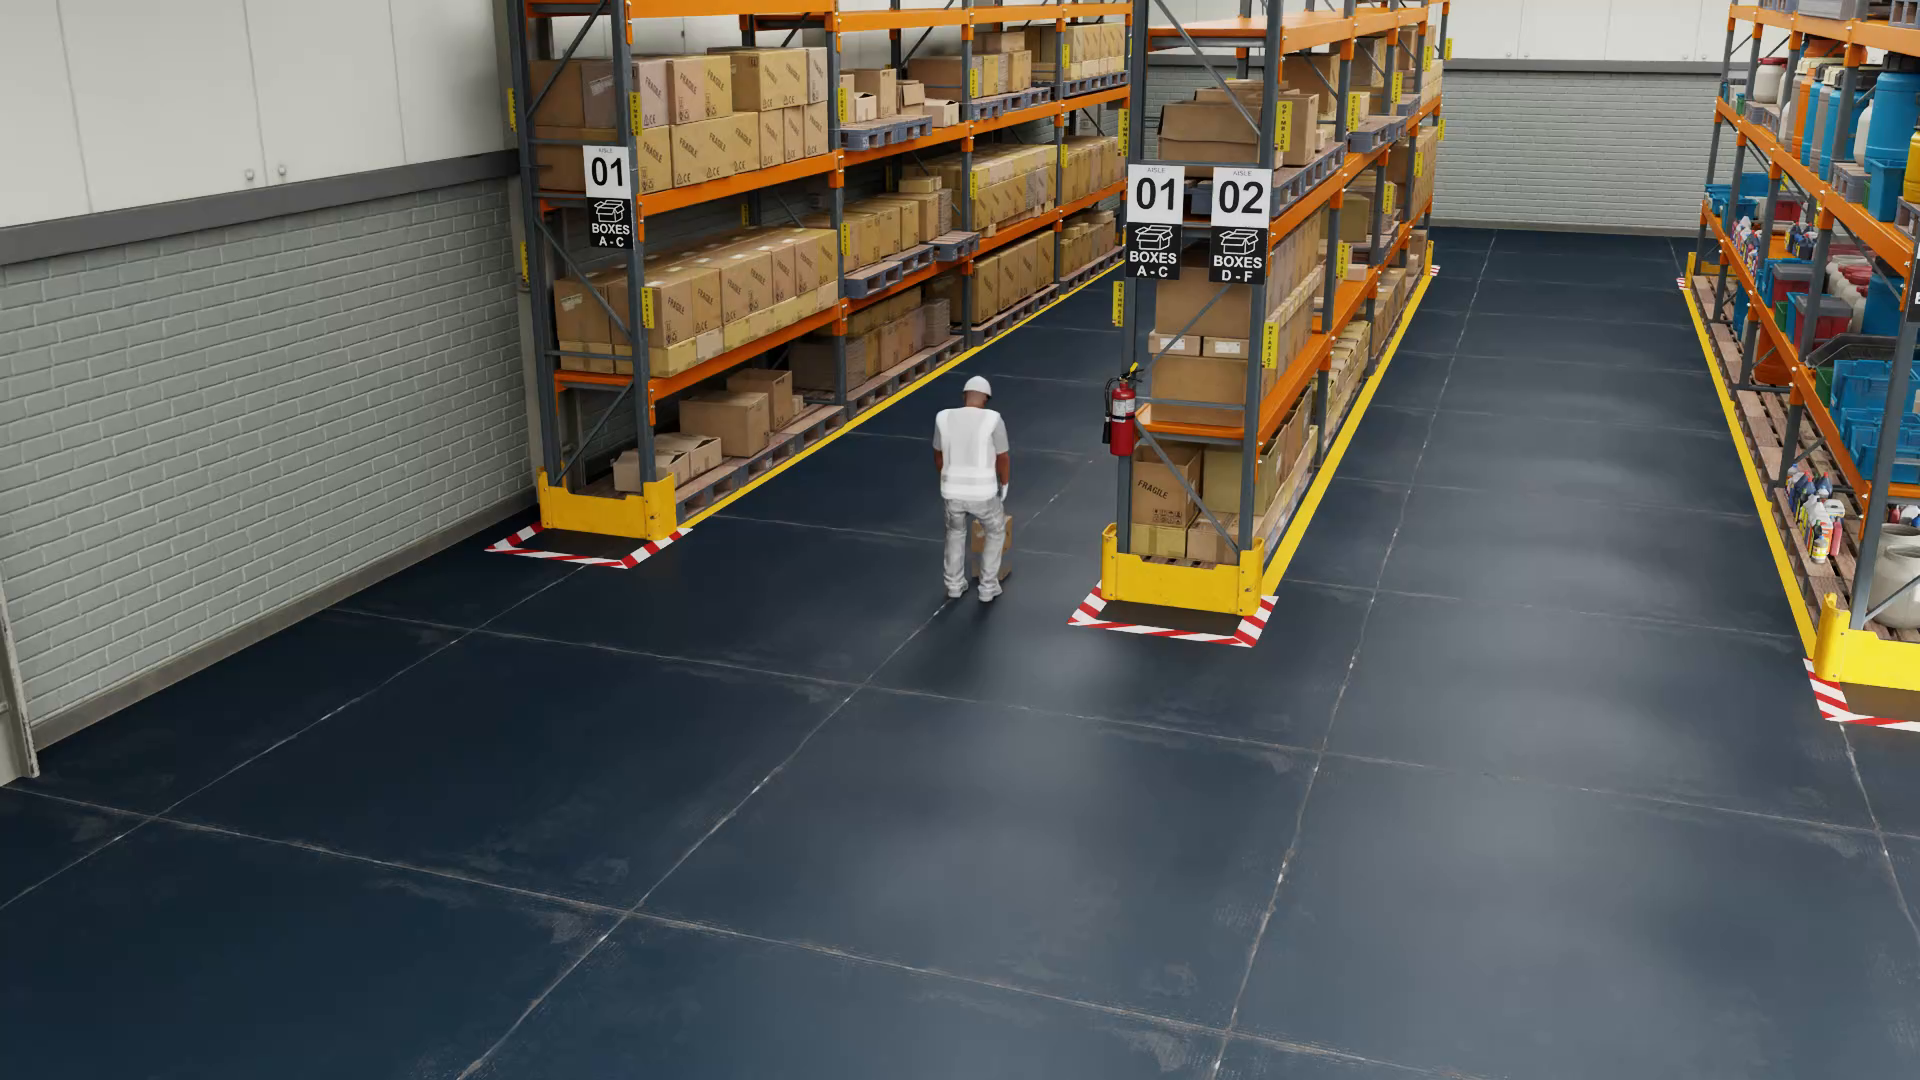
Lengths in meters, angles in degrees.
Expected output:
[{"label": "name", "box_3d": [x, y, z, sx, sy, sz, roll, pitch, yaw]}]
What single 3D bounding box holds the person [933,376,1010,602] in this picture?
[{"label": "person", "box_3d": [0.075, -0.380, 12.392, 0.594, 1.644, 0.584, 7, 20, 19]}]
